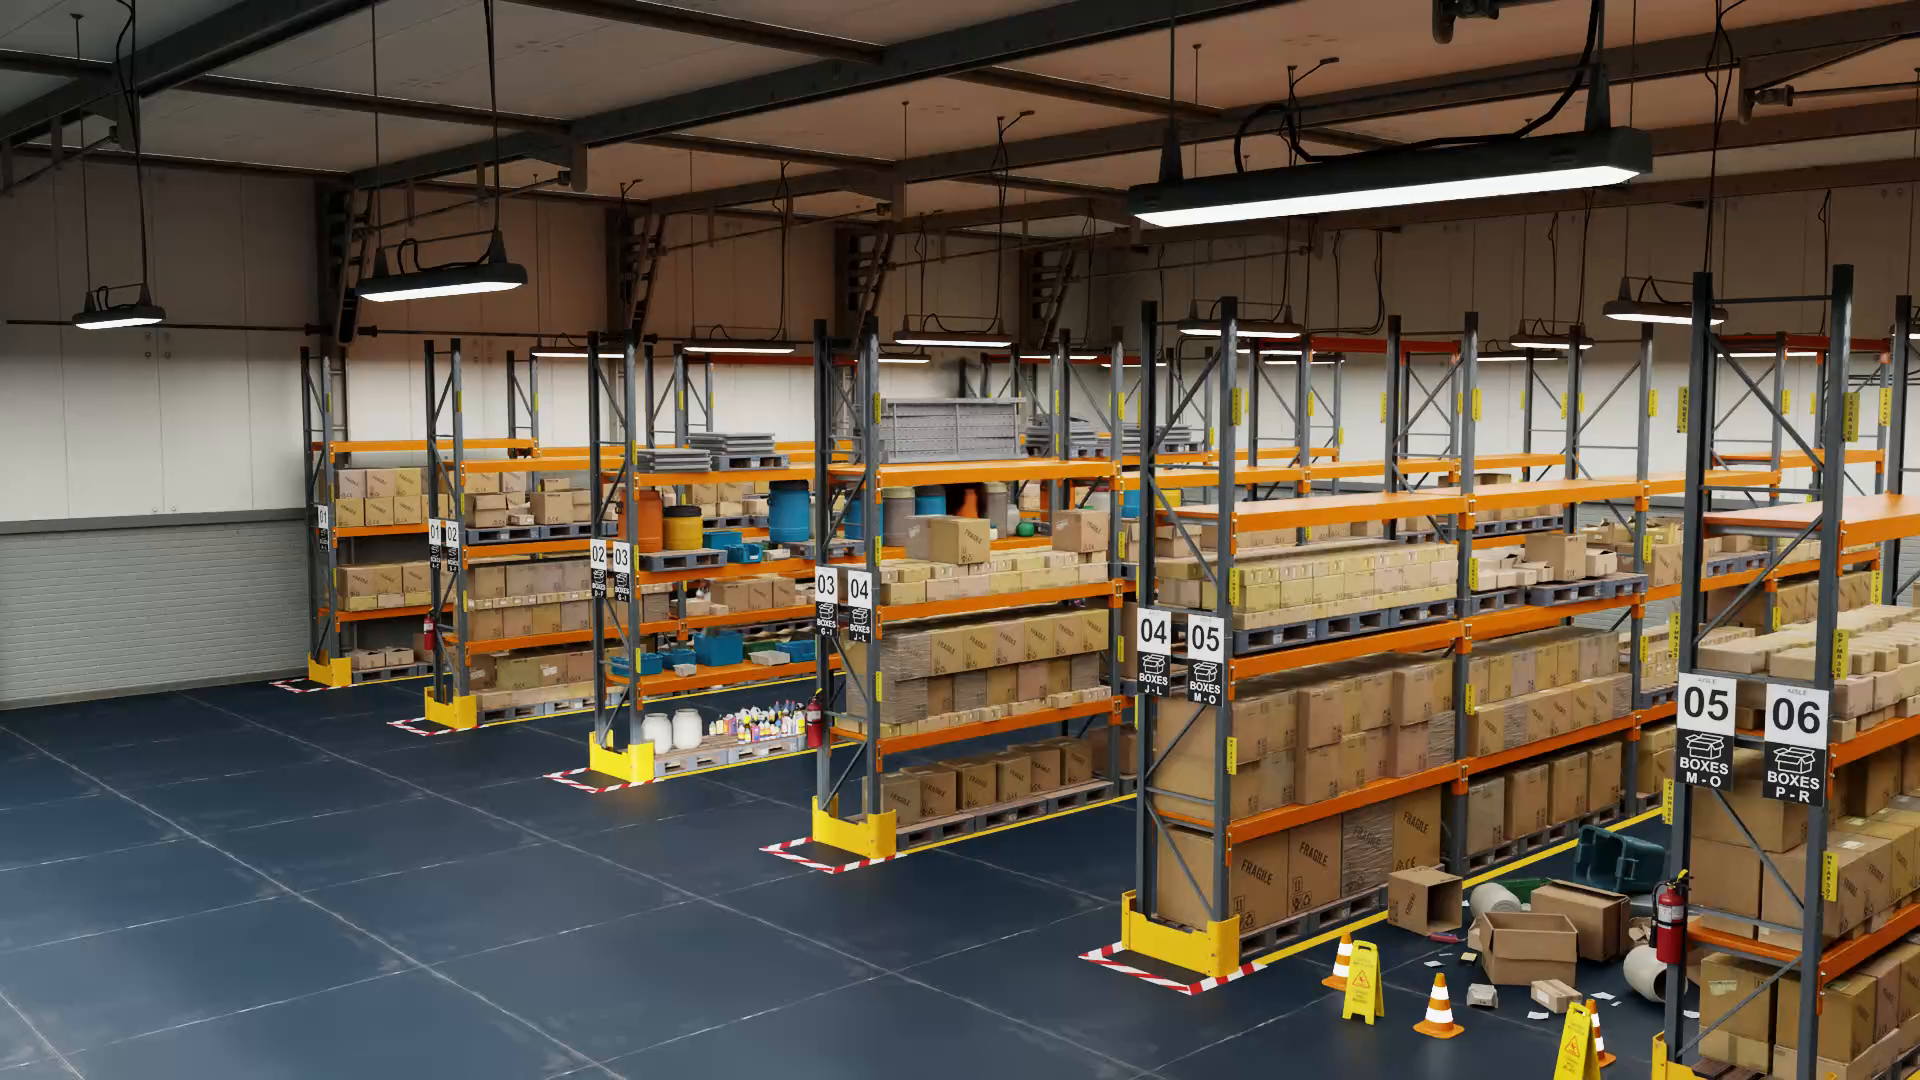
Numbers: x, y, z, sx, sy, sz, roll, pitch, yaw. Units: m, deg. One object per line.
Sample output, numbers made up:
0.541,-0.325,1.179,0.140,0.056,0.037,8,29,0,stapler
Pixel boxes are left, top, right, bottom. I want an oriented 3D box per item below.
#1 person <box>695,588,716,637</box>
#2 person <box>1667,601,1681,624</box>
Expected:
-4.747,1.643,31.177,0.652,1.541,0.902,4,6,37,person
12.136,1.850,28.112,0.776,1.675,0.639,-4,6,-38,person
